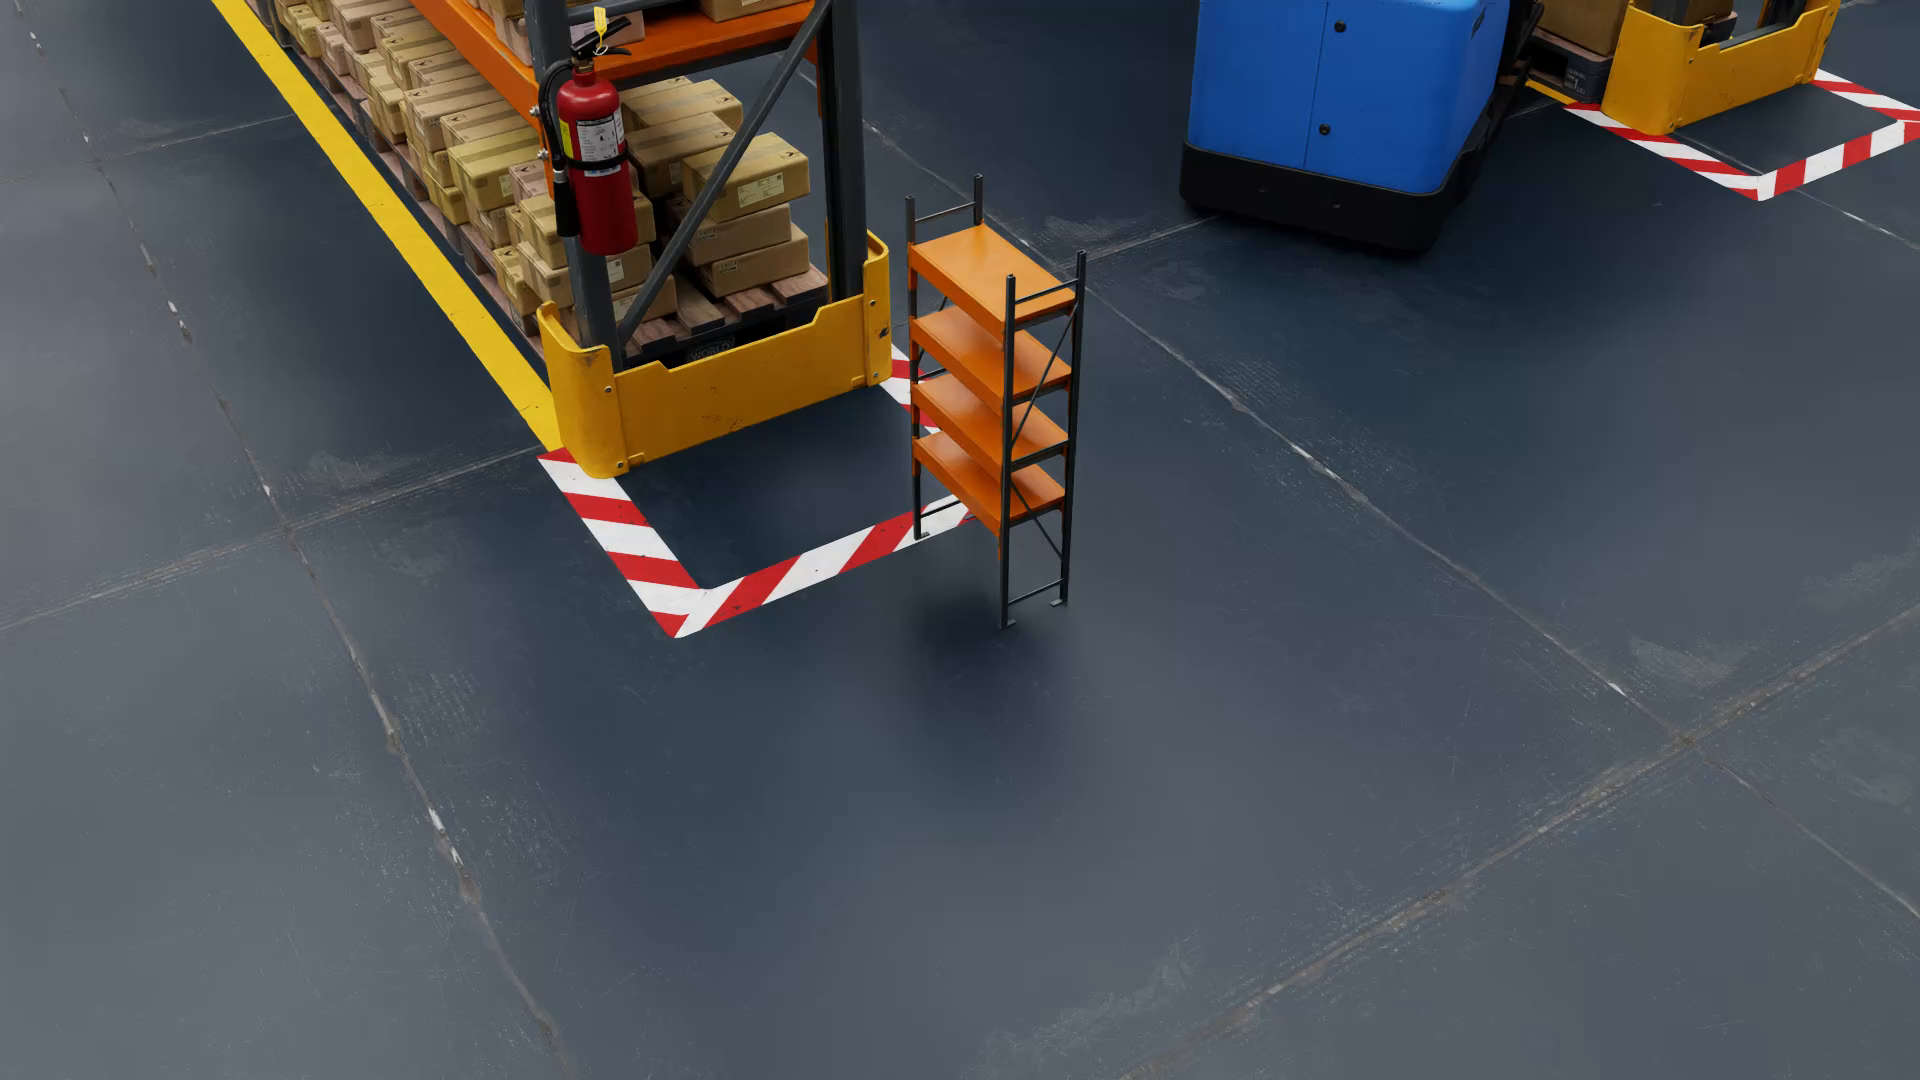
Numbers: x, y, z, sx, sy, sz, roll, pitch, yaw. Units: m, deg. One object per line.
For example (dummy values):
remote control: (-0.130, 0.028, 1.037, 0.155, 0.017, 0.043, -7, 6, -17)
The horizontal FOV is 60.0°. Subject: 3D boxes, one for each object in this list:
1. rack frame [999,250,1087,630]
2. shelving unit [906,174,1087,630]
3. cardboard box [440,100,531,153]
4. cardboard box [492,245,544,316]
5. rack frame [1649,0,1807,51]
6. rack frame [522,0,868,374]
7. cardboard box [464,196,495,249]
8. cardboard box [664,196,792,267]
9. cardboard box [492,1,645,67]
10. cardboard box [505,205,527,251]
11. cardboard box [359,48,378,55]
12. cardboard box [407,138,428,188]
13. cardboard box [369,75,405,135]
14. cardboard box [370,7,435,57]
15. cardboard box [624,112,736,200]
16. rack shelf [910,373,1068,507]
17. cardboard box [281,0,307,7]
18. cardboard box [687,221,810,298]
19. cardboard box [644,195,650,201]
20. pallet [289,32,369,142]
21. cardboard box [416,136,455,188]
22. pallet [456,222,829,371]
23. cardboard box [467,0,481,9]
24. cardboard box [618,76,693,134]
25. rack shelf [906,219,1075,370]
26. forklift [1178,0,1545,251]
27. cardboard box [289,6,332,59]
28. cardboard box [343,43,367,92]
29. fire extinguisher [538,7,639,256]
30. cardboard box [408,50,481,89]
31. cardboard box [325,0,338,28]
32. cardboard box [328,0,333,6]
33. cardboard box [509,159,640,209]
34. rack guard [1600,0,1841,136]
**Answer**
rack frame: (0.220, -0.240, 4.601, 0.240, 1.200, 0.015, -22, 45, -24)
shelving unit: (0.089, -0.372, 4.759, 0.258, 1.200, 0.503, -22, 45, -24)
cardboard box: (-1.680, -1.496, 6.136, 0.380, 0.149, 0.250, -24, 45, -26)
cardboard box: (-1.445, -0.972, 5.972, 0.380, 0.149, 0.250, -21, 44, -23)
rack frame: (3.474, -3.242, 6.798, 1.000, 3.000, 0.127, -22, 45, -24)
rack frame: (-0.762, -1.589, 4.814, 1.000, 3.000, 0.127, -22, 45, -24)
cardboard box: (-1.658, -1.273, 6.333, 0.380, 0.149, 0.250, -22, 44, -24)
cardboard box: (-0.828, -1.141, 5.943, 0.380, 0.149, 0.250, -20, 44, -23)
cardboard box: (-1.176, -1.572, 4.989, 0.380, 0.149, 0.250, -22, 45, -24)
cardboard box: (-1.382, -1.116, 5.913, 0.380, 0.149, 0.250, -23, 45, -25)
cardboard box: (-2.344, -2.095, 7.088, 0.380, 0.149, 0.250, -20, 44, -22)
cardboard box: (-1.978, -1.543, 6.658, 0.380, 0.149, 0.250, -21, 44, -24)
cardboard box: (-2.151, -1.795, 6.728, 0.380, 0.149, 0.250, -22, 44, -24)
cardboard box: (-2.183, -2.080, 6.837, 0.380, 0.149, 0.250, -24, 45, -26)
cardboard box: (-1.007, -1.391, 6.011, 0.380, 0.149, 0.250, -21, 44, -24)
rack shelf: (0.089, -0.320, 4.802, 0.258, 0.148, 0.480, -22, 45, -24)
cardboard box: (-2.988, -2.623, 7.721, 0.380, 0.149, 0.250, -20, 44, -22)
cardboard box: (-0.774, -1.049, 6.064, 0.380, 0.149, 0.250, -21, 44, -24)
cardboard box: (-1.134, -1.410, 6.265, 0.380, 0.149, 0.250, -22, 44, -24)
pallet: (-2.522, -2.327, 7.878, 1.003, 0.211, 1.213, -22, 45, -24)
cardboard box: (-1.857, -1.511, 6.387, 0.380, 0.149, 0.250, -22, 44, -24)
pallet: (-1.210, -1.010, 6.297, 1.003, 0.211, 1.213, -22, 45, -24)
cardboard box: (-1.426, -1.849, 5.322, 0.380, 0.149, 0.250, -23, 45, -25)
cardboard box: (-1.238, -1.677, 6.353, 0.380, 0.149, 0.250, -24, 46, -26)
rack shelf: (0.089, -0.673, 4.507, 0.258, 0.148, 0.480, -22, 45, -24)
forklift: (1.999, -3.196, 6.795, 1.130, 2.935, 3.031, 17, 43, 20)
cardboard box: (-2.845, -2.364, 7.643, 0.380, 0.149, 0.250, -21, 44, -23)
cardboard box: (-2.489, -2.128, 7.359, 0.380, 0.149, 0.250, -23, 45, -25)
fire extinguisher: (-1.016, -1.122, 4.605, 0.296, 0.674, 0.183, -22, 45, -24)
cardboard box: (-1.919, -1.802, 6.503, 0.380, 0.149, 0.250, -24, 45, -26)
cardboard box: (-2.615, -2.398, 7.451, 0.380, 0.149, 0.250, -22, 45, -25)
cardboard box: (-2.627, -2.497, 7.338, 0.380, 0.149, 0.250, -23, 45, -25)
cardboard box: (-1.347, -1.238, 5.827, 0.380, 0.149, 0.250, -21, 44, -24)
rack guard: (3.487, -2.269, 7.582, 1.175, 0.500, 0.348, -22, 45, -24)
